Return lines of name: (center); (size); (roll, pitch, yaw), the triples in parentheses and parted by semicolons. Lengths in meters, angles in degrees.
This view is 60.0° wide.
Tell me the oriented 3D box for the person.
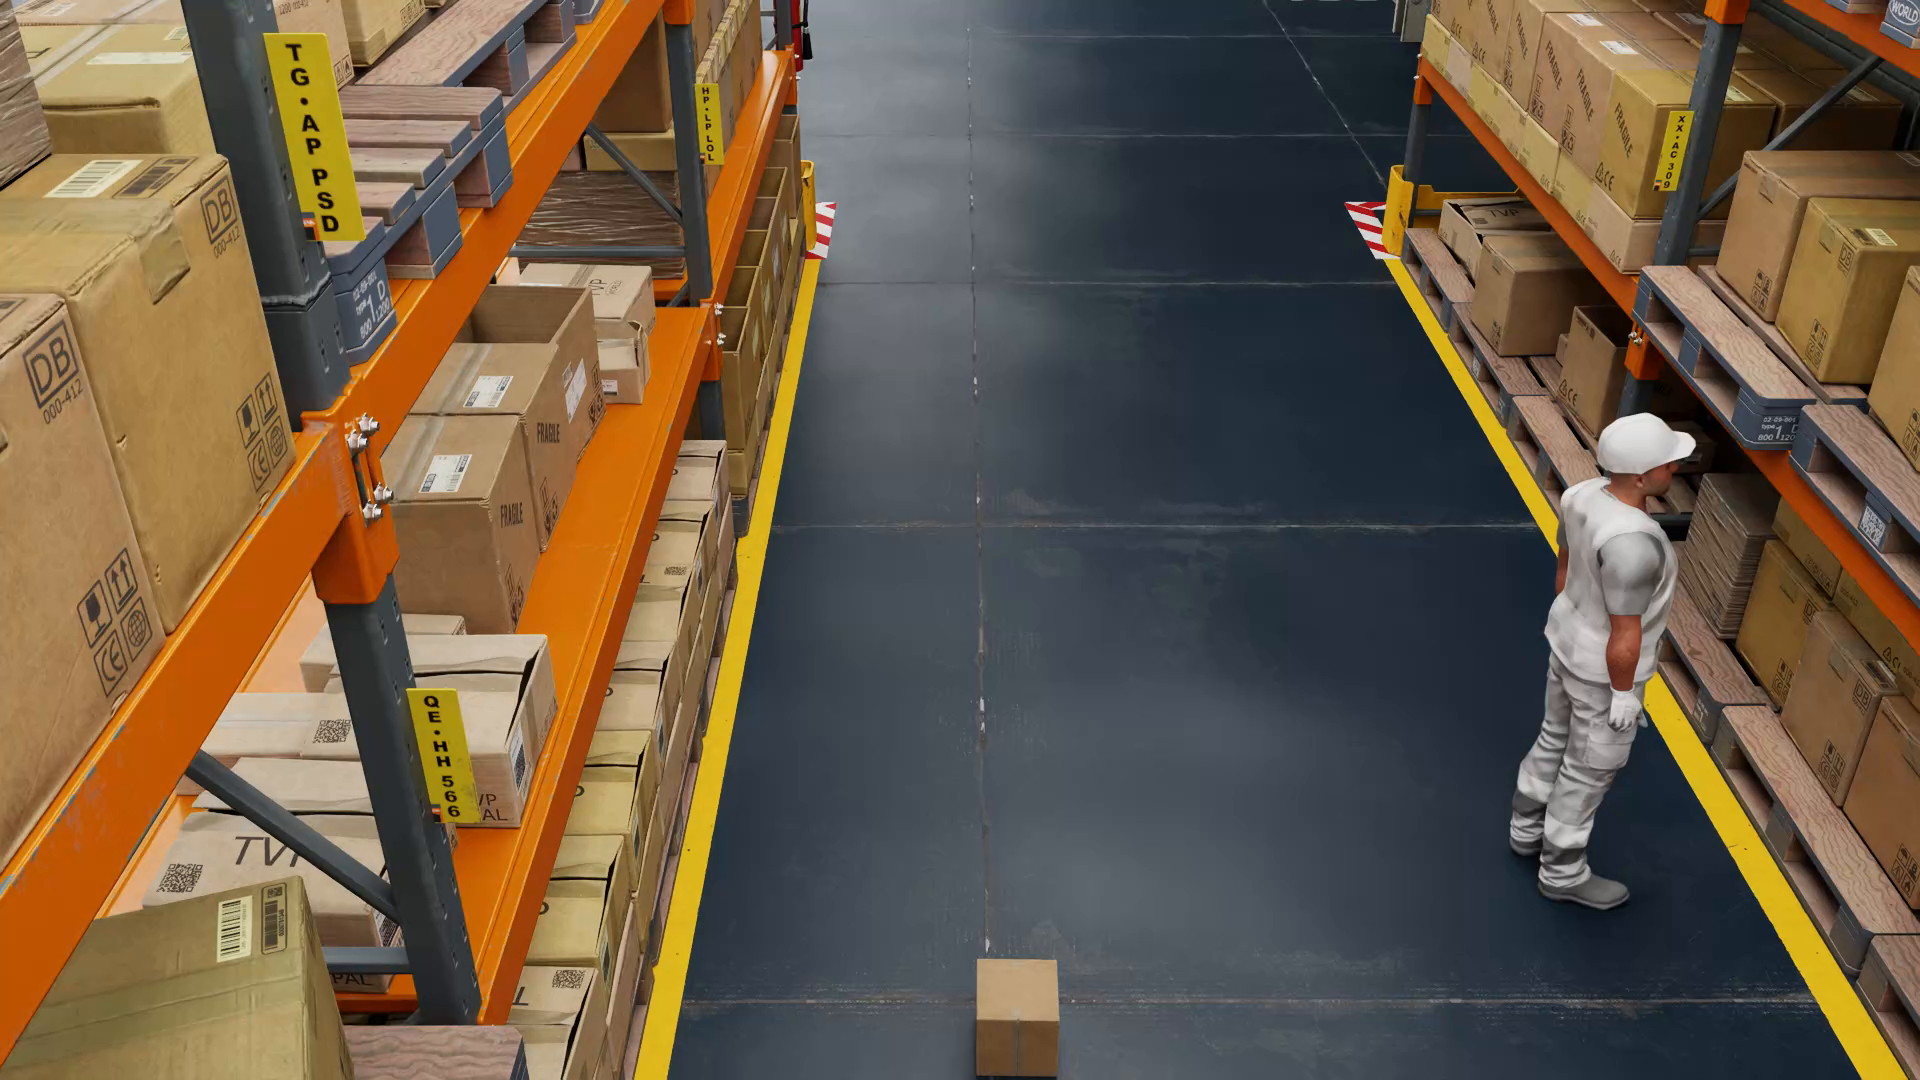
person: (2.113, 0.392, 5.460); (0.380, 1.794, 0.538); (-2, 31, -3)
